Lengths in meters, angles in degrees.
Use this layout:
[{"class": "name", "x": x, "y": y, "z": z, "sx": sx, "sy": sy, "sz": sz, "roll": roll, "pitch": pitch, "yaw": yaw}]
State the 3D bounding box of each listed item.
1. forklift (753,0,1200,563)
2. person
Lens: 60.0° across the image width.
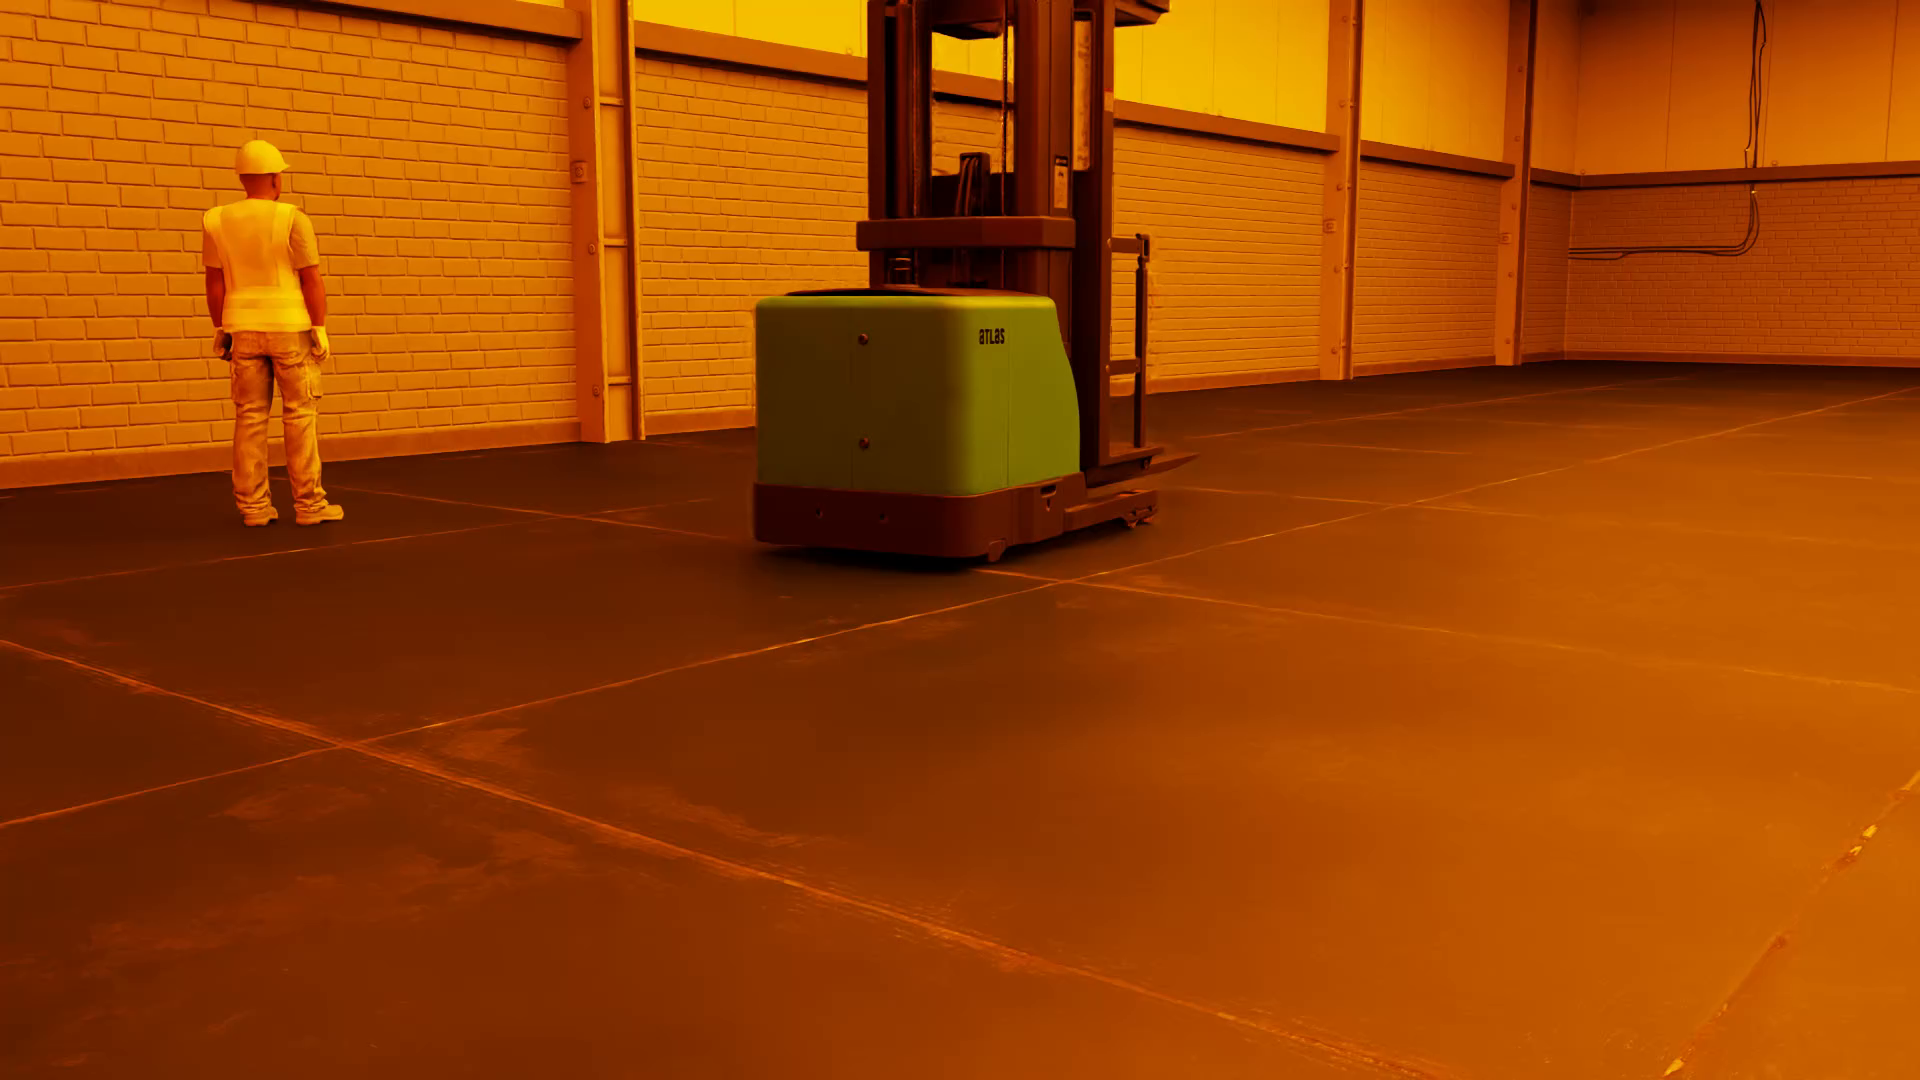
[{"class": "forklift", "x": 0.293, "y": -1.533, "z": 7.757, "sx": 1.130, "sy": 2.935, "sz": 3.031, "roll": 5, "pitch": 9, "yaw": 28}, {"class": "person", "x": -3.243, "y": -0.967, "z": 7.846, "sx": 0.547, "sy": 1.790, "sz": 0.369, "roll": 0, "pitch": 8, "yaw": 0}]
